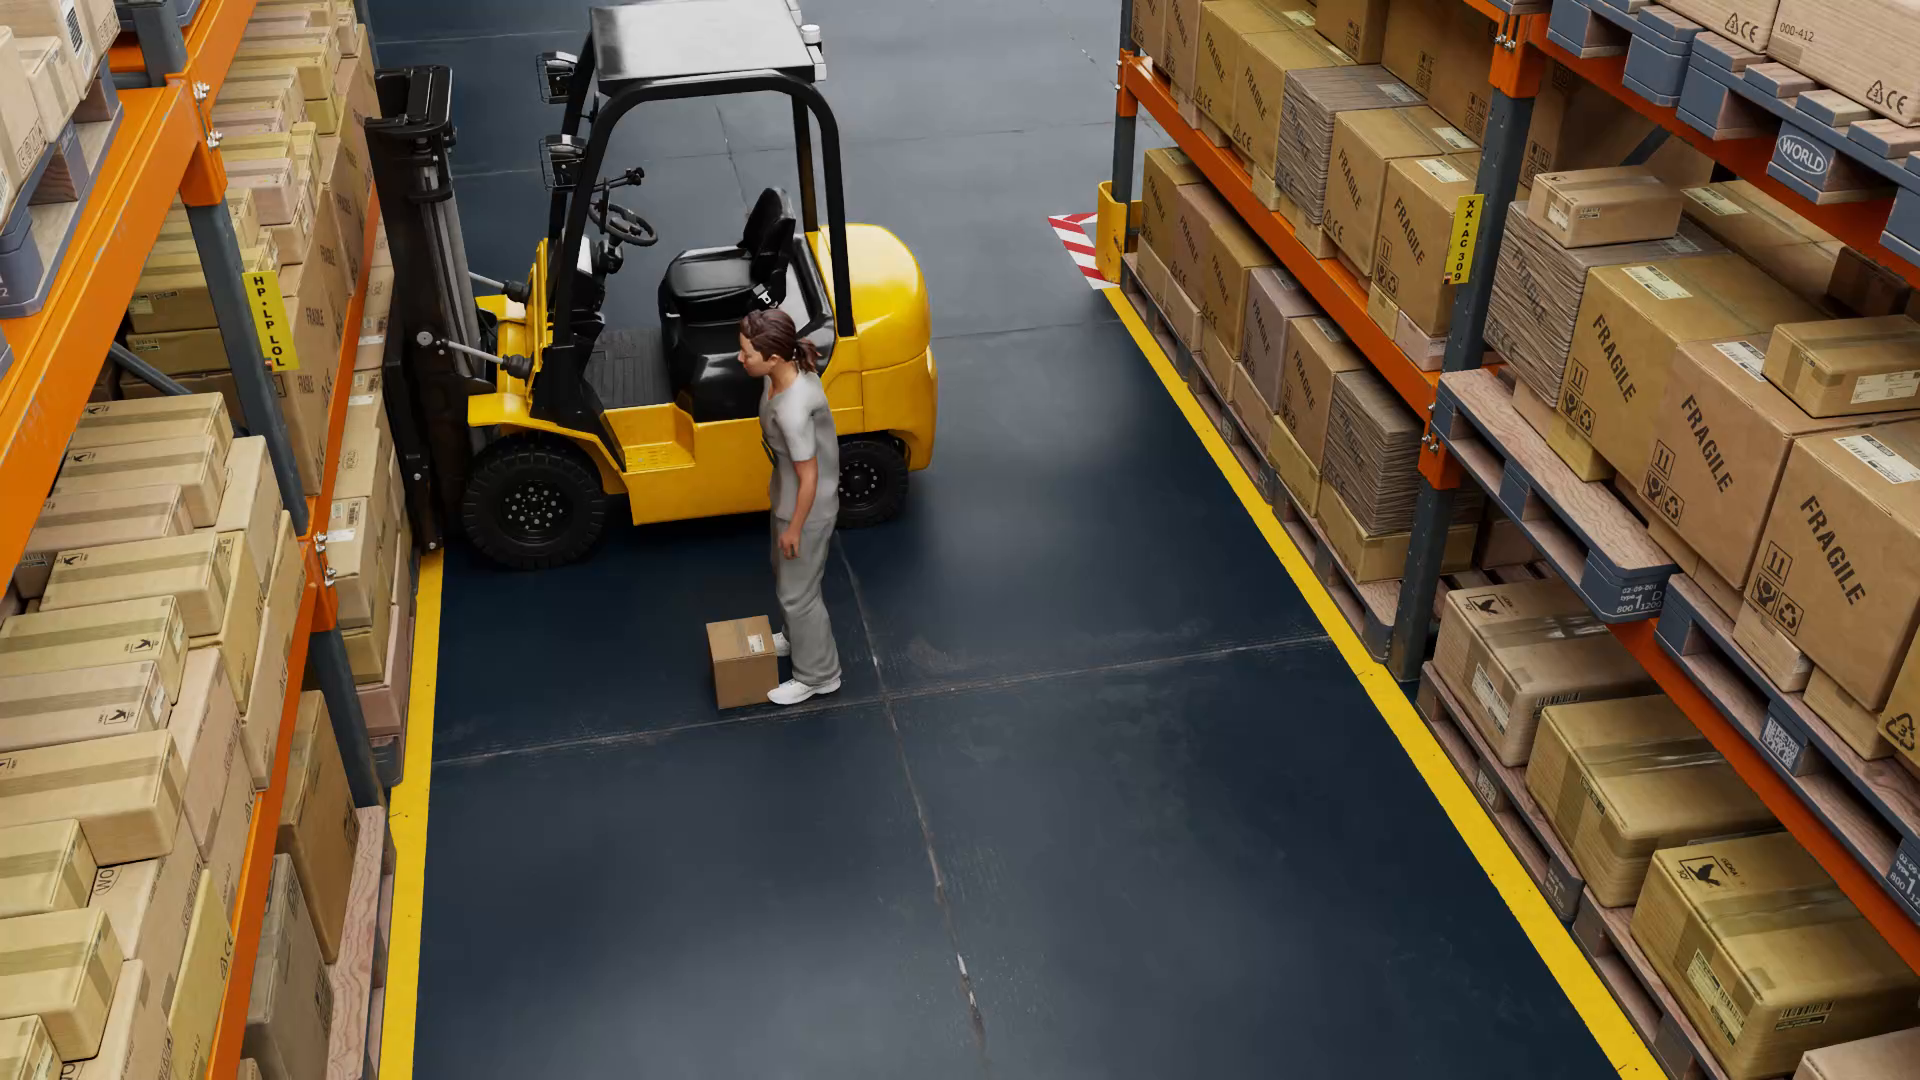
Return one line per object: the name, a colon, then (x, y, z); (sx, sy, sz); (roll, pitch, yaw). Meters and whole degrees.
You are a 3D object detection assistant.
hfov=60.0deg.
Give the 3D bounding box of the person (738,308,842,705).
person: (-0.635, -0.133, 6.338); (0.357, 1.673, 0.486); (-7, 35, -10)
